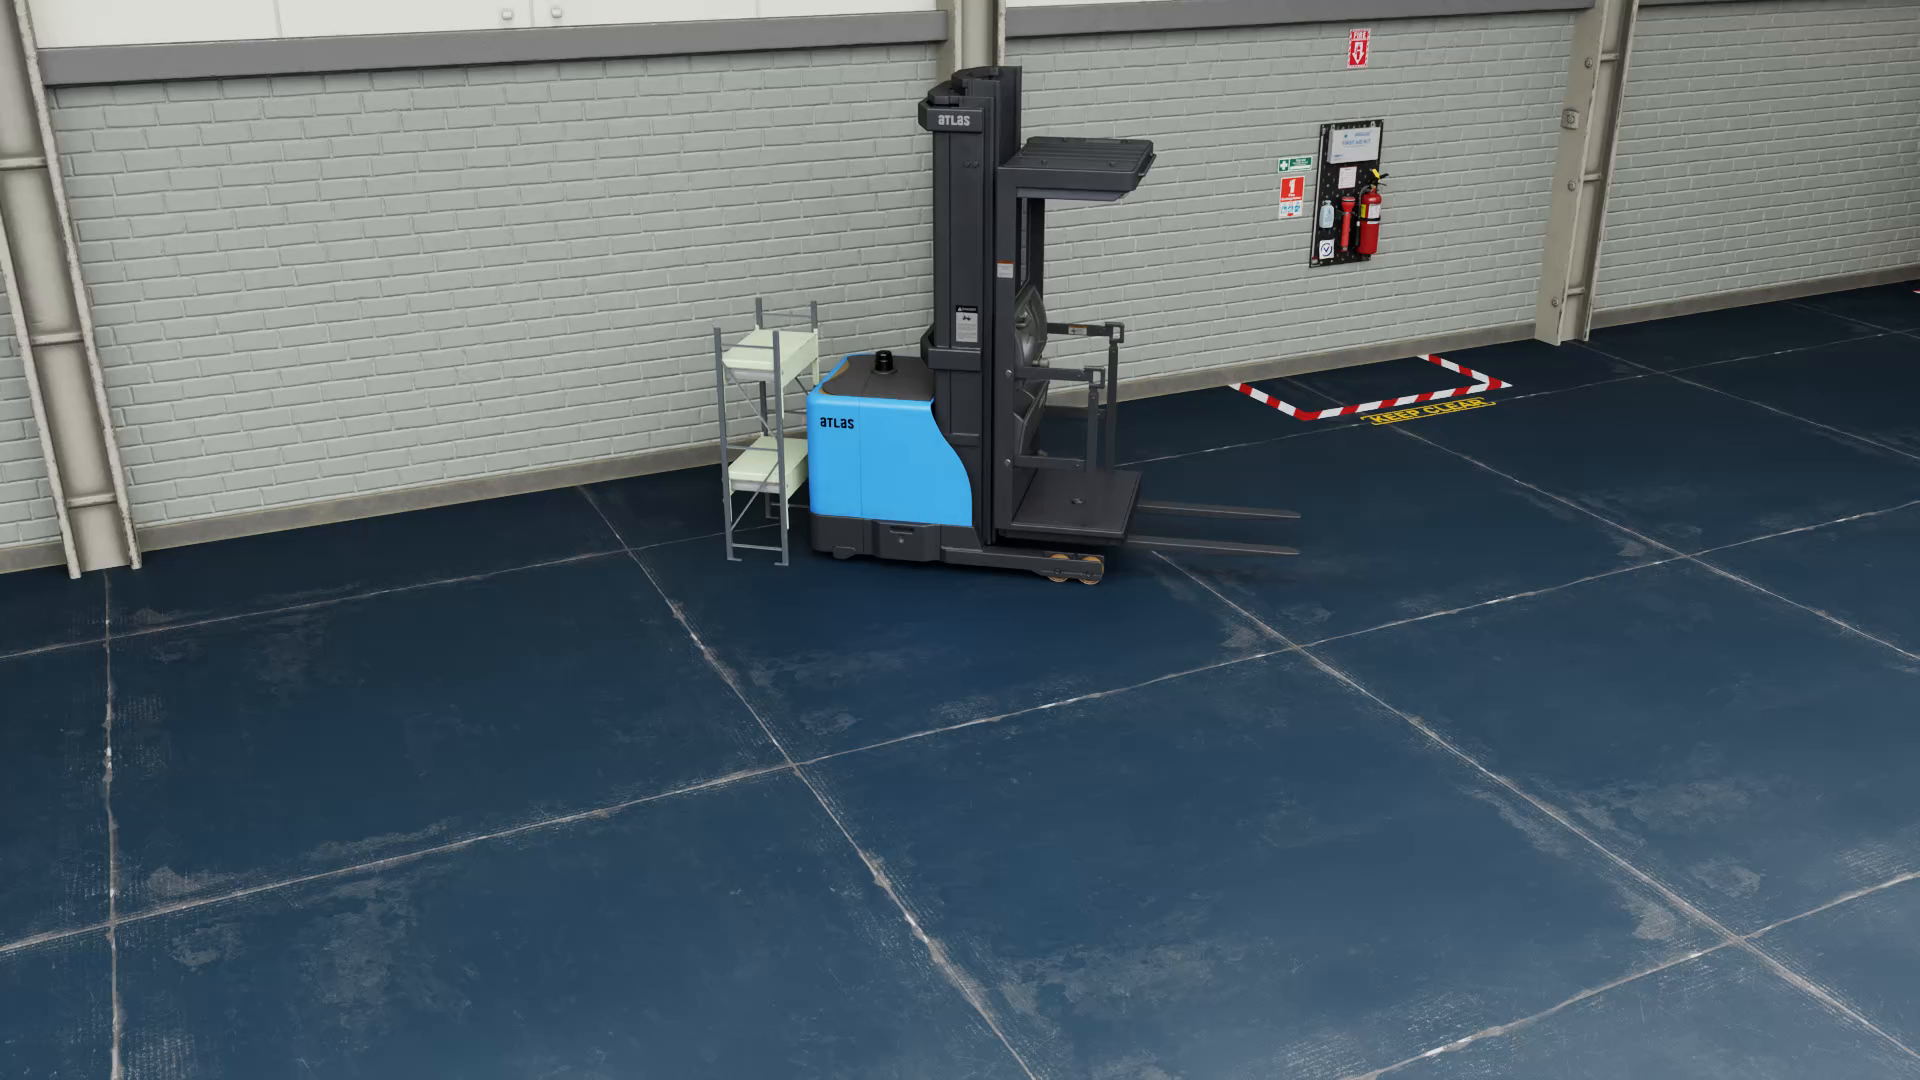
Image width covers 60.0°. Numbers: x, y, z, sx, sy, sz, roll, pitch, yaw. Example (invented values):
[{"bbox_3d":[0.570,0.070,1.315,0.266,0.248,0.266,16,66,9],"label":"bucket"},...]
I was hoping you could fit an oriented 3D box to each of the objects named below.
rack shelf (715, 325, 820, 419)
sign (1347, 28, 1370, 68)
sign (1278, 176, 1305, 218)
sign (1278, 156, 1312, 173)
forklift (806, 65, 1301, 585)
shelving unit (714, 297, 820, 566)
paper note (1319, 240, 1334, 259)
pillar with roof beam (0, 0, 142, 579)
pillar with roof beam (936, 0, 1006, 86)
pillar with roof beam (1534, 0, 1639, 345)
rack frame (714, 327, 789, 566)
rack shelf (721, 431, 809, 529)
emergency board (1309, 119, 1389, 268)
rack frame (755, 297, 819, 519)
[{"bbox_3d":[-1.182,-1.050,10.304,0.431,0.370,0.720,5,23,12],"label":"rack shelf"},{"bbox_3d":[3.188,-3.932,13.296,0.199,0.298,0.001,-10,25,-24],"label":"sign"},{"bbox_3d":[2.695,-2.788,13.517,0.234,0.329,0.001,-10,25,-24],"label":"sign"},{"bbox_3d":[2.703,-3.031,13.410,0.331,0.109,0.001,-10,25,-24],"label":"sign"},{"bbox_3d":[0.618,-1.306,10.072,3.031,2.935,1.130,4,23,11],"label":"forklift"},{"bbox_3d":[-1.182,-0.689,10.454,0.431,1.500,0.755,5,23,12],"label":"shelving unit"},{"bbox_3d":[3.049,-2.415,13.814,0.142,0.148,0.016,-10,25,-24],"label":"paper note"},{"bbox_3d":[-3.464,-2.522,5.077,0.400,9.000,9.100,-10,25,-24],"label":"pillar with roof beam"},{"bbox_3d":[1.942,-3.517,7.482,0.400,9.000,9.100,-10,25,-24],"label":"pillar with roof beam"},{"bbox_3d":[7.349,-4.513,9.886,0.400,9.000,9.100,-10,25,-24],"label":"pillar with roof beam"},{"bbox_3d":[-1.265,-0.553,10.124,0.400,1.500,0.023,5,23,12],"label":"rack frame"},{"bbox_3d":[-1.182,-0.388,10.578,0.431,0.370,0.720,5,23,12],"label":"rack shelf"},{"bbox_3d":[3.238,-2.828,13.659,0.643,1.169,0.194,-10,25,-24],"label":"emergency board"},{"bbox_3d":[-1.099,-0.825,10.783,0.400,1.500,0.023,5,23,12],"label":"rack frame"}]
